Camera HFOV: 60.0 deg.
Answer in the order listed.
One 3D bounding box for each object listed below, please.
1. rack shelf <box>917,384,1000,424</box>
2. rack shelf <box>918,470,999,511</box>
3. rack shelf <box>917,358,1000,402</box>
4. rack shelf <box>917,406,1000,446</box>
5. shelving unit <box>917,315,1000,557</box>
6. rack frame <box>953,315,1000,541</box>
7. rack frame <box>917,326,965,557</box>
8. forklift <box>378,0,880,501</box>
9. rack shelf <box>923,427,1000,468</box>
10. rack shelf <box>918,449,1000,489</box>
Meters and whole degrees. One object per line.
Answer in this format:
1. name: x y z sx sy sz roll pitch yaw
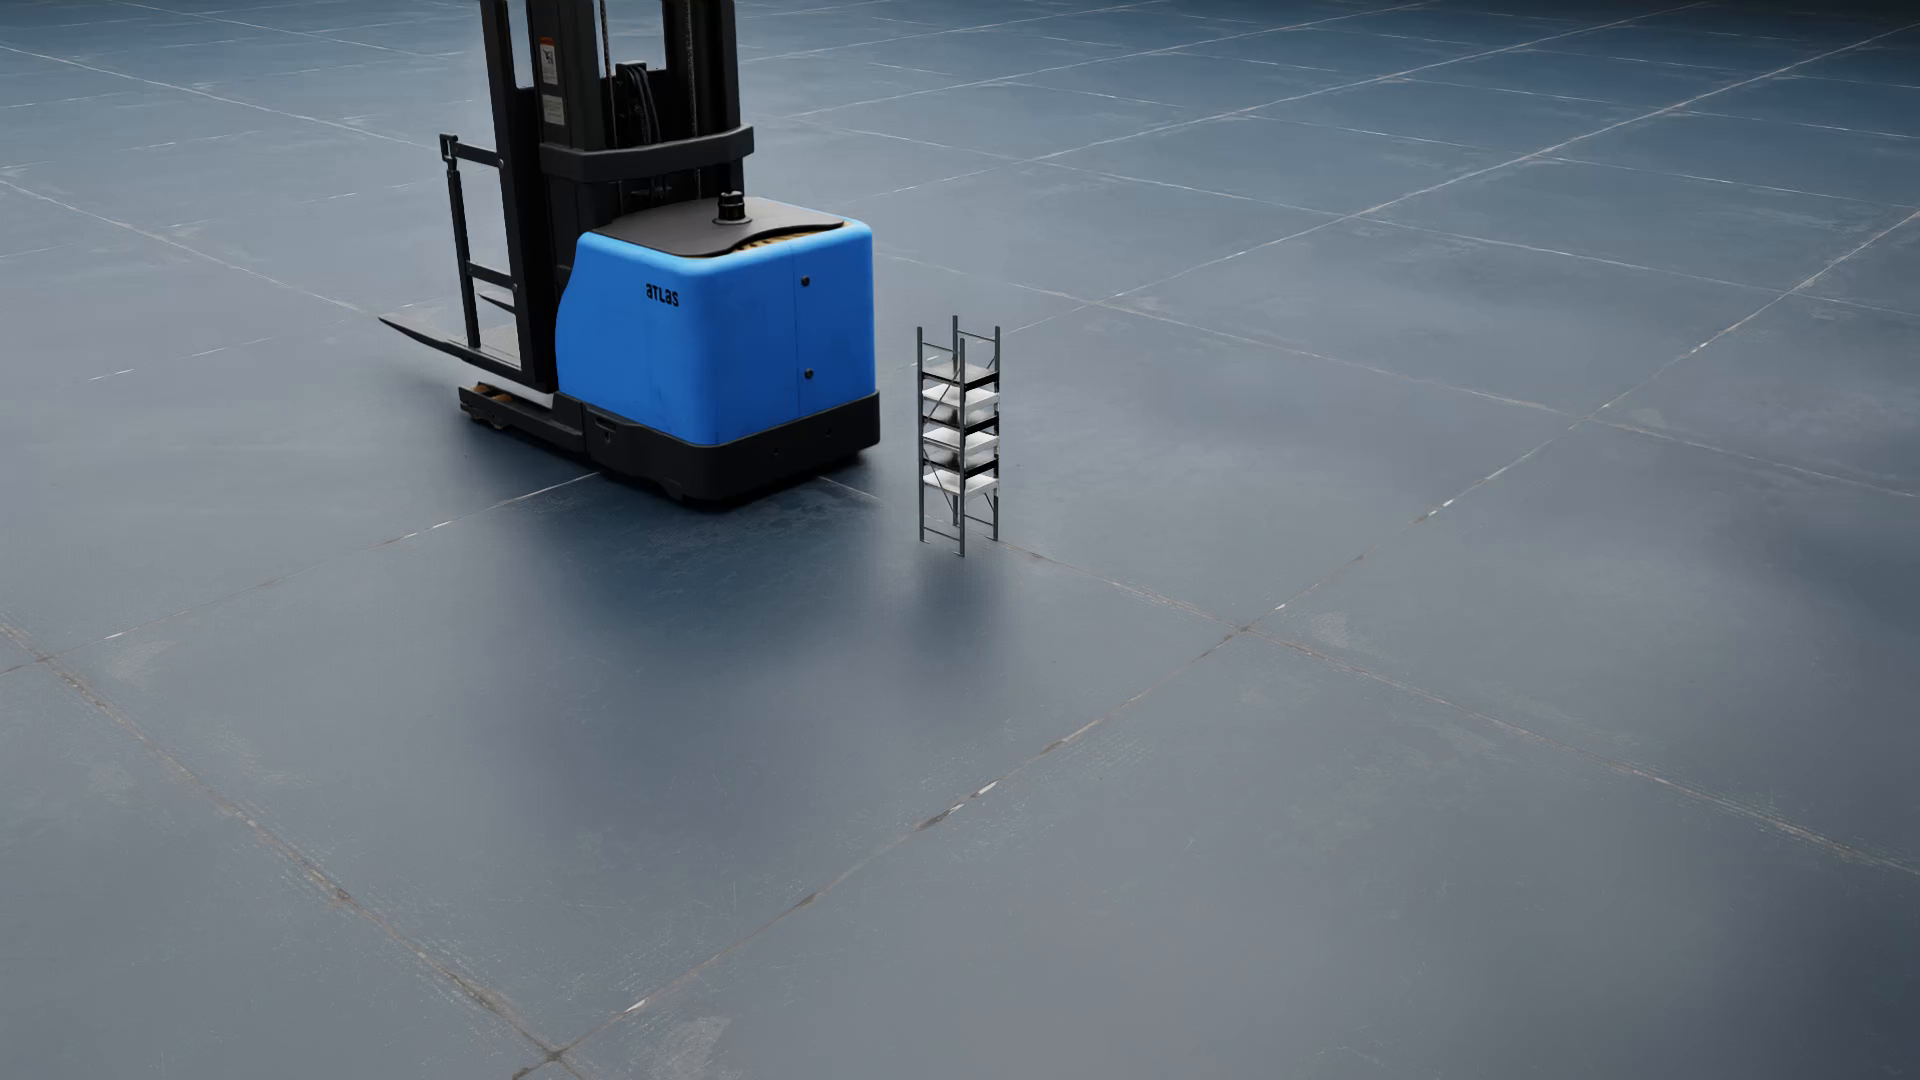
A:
1. rack shelf: -0.005 -0.542 6.500 0.258 0.077 0.200 20 31 38
2. rack shelf: -0.005 -0.213 6.648 0.258 0.077 0.200 20 31 38
3. rack shelf: -0.005 -0.624 6.464 0.258 0.077 0.200 20 31 38
4. rack shelf: -0.005 -0.460 6.537 0.258 0.077 0.200 20 31 38
5. shelving unit: -0.005 -0.408 6.560 0.258 0.900 0.210 20 31 38
6. rack frame: 0.062 -0.439 6.629 0.240 0.900 0.006 20 31 38
7. rack frame: -0.073 -0.377 6.491 0.240 0.900 0.006 20 31 38
8. forklift: -1.778 -2.000 7.629 3.031 2.935 1.130 21 32 39
9. rack shelf: -0.005 -0.378 6.574 0.258 0.077 0.200 20 31 38
10. rack shelf: -0.005 -0.296 6.611 0.258 0.077 0.200 20 31 38
